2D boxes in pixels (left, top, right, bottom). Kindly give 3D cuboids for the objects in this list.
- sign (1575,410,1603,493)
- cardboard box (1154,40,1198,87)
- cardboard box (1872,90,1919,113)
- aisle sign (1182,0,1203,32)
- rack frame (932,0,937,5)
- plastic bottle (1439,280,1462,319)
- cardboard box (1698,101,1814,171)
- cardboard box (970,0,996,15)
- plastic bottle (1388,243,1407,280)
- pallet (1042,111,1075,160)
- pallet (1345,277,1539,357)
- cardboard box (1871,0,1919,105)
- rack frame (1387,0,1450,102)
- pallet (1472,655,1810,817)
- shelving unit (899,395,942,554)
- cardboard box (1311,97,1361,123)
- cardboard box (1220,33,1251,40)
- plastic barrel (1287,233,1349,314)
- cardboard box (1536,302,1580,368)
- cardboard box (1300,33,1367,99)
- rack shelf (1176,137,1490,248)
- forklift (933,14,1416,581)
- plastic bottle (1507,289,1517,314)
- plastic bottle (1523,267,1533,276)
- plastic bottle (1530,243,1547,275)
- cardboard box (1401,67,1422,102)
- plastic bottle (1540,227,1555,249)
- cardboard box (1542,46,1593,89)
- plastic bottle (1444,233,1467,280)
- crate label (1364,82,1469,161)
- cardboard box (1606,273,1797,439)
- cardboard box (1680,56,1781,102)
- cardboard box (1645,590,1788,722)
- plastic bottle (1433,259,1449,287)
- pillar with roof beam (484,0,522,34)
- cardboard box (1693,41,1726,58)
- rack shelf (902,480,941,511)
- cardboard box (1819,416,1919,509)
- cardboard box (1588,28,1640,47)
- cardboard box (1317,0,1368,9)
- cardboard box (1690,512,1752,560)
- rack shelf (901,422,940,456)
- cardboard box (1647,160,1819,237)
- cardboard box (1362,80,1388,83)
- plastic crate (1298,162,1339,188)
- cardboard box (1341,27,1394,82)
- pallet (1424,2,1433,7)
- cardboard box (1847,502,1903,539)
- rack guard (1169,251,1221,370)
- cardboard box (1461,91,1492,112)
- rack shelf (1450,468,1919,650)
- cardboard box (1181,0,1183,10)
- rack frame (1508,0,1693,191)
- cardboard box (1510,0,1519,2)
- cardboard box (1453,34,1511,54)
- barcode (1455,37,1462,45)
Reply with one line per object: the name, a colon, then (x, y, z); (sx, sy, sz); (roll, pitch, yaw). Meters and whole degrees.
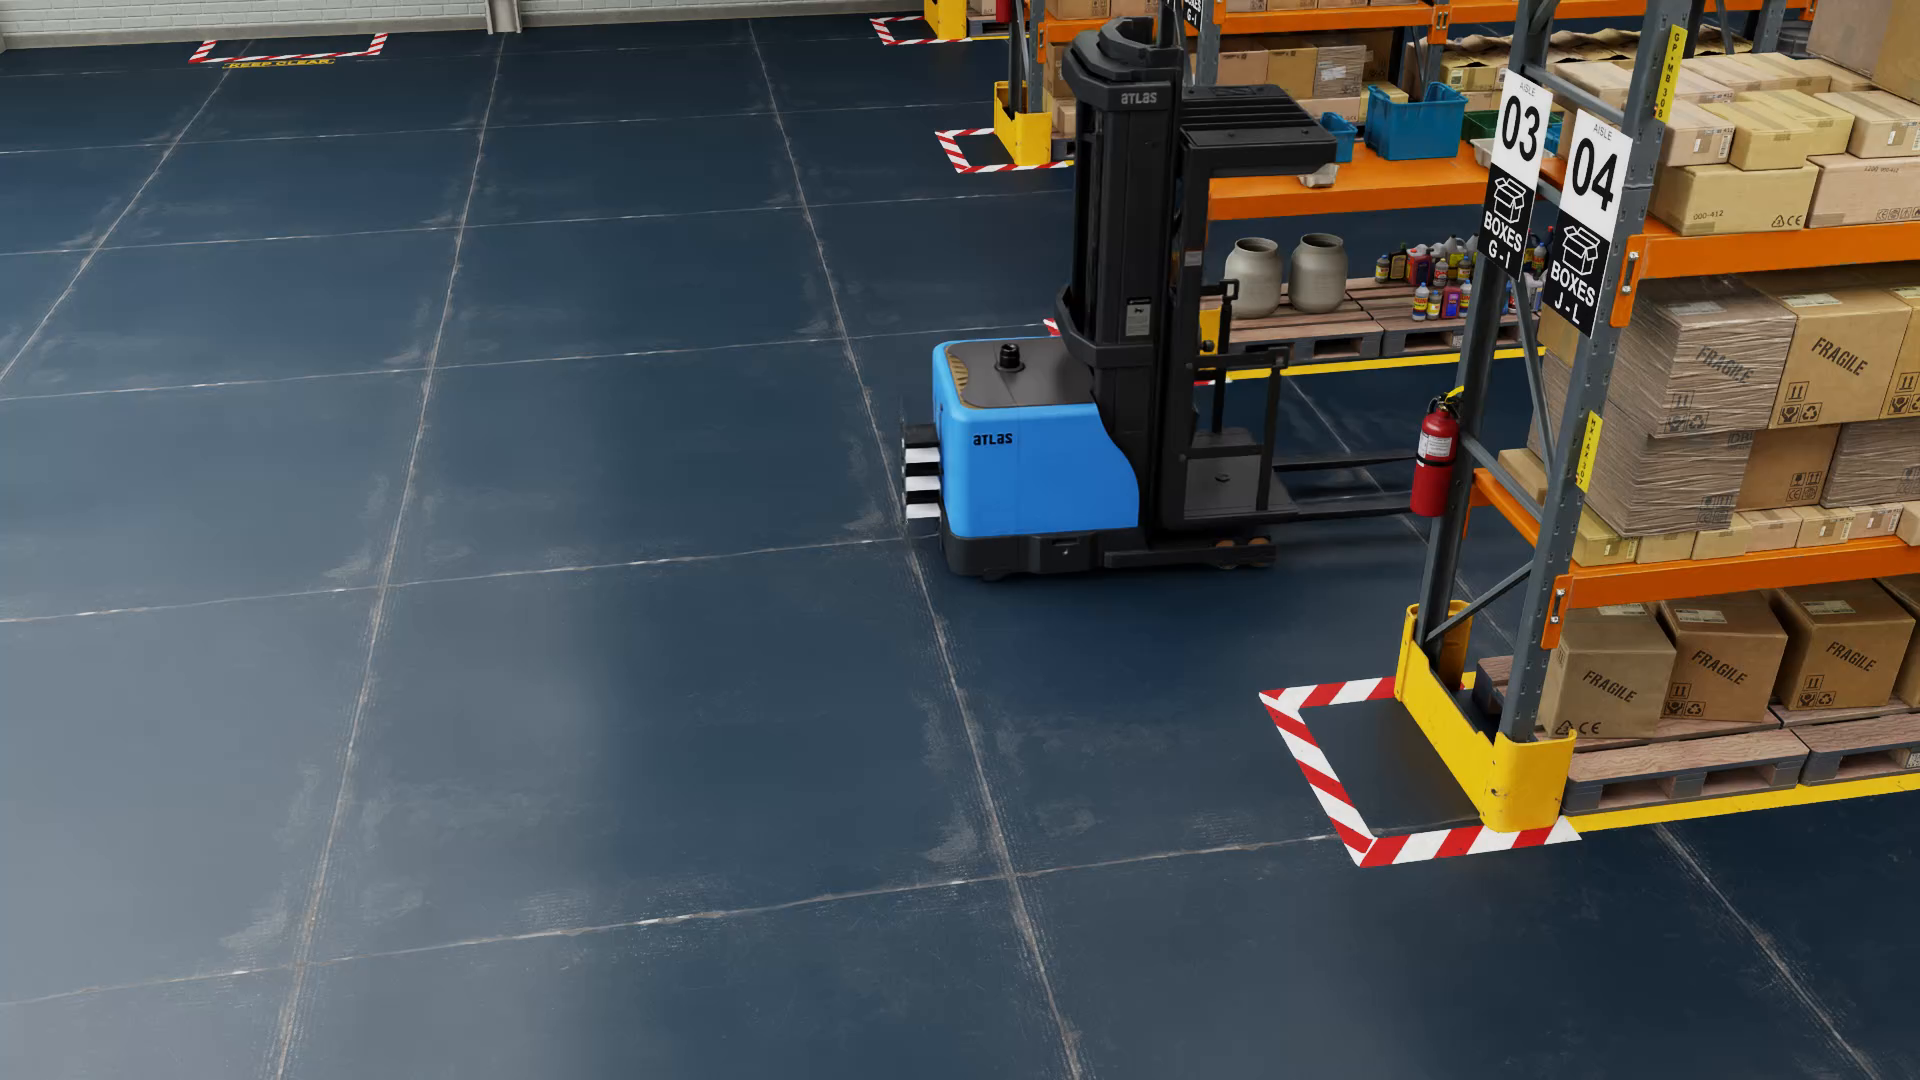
sign: (2.513, -0.353, 6.652); (0.005, 0.325, 0.100); (-5, 31, -9)
cardboard box: (2.183, -4.546, 16.195); (0.500, 0.500, 0.500); (-5, 31, -9)
cardboard box: (3.746, -1.630, 6.473); (0.250, 0.149, 0.380); (-5, 31, -9)
aisle sign: (1.505, -3.688, 10.613); (0.004, 0.787, 0.394); (-5, 31, -9)
rack frame: (-0.262, -7.660, 19.932); (0.127, 3.000, 1.000); (-5, 31, -9)
plastic bottle: (3.588, -1.761, 12.145); (0.133, 0.283, 0.061); (-5, 31, -8)
cardboard box: (3.000, -1.536, 6.313); (0.250, 0.149, 0.380); (-5, 31, -8)
cardboard box: (0.435, -6.708, 20.533); (0.500, 0.311, 0.500); (-9, 32, -15)
plastic bottle: (3.362, -2.145, 12.799); (0.133, 0.283, 0.061); (-5, 31, -8)
pallet: (1.379, -4.079, 16.593); (1.213, 0.211, 1.003); (-5, 31, -9)
pallet: (3.587, -1.730, 12.598); (1.213, 0.211, 1.003); (-5, 31, -9)
cardboard box: (3.924, -1.931, 6.345); (0.500, 0.500, 0.500); (-5, 31, -9)
rack frame: (4.569, -5.555, 16.353); (0.127, 3.000, 1.000); (-5, 31, -9)
pallet: (3.295, 0.888, 8.146); (1.213, 0.211, 1.003); (-5, 31, -9)
shelving unit: (-0.227, -0.374, 9.613); (0.210, 0.900, 0.258); (-4, 31, -6)
cardboard box: (3.658, -4.359, 16.617); (0.500, 0.250, 0.500); (-5, 31, -9)
cardboard box: (2.581, -4.850, 16.712); (0.500, 0.500, 0.500); (-5, 31, -9)
plastic barrel: (2.649, -1.973, 12.300); (0.421, 0.512, 0.421); (0, 30, 0)
cardboard box: (2.911, -1.026, 7.272); (0.500, 0.500, 0.500); (-5, 31, -9)
cardboard box: (3.658, -4.683, 16.428); (0.500, 0.500, 0.500); (-5, 31, -9)
rack shelf: (3.490, -2.593, 12.024); (4.000, 0.370, 1.077); (-5, 31, -9)
forklift: (1.385, -1.356, 9.279); (3.031, 2.935, 1.130); (-4, 31, -6)
plastic bottle: (4.097, -1.782, 12.262); (0.097, 0.201, 0.097); (0, 30, 0)
plastic bottle: (4.189, -1.895, 12.373); (0.133, 0.283, 0.061); (-5, 31, -9)
plastic bottle: (4.468, -2.159, 12.834); (0.097, 0.271, 0.097); (0, 30, 0)
cardboard box: (4.924, -4.733, 17.254); (0.500, 0.250, 0.500); (-6, 31, -9)
plastic bottle: (4.589, -2.266, 12.939); (0.185, 0.351, 0.144); (-4, 31, -8)
cardboard box: (6.022, -4.797, 16.809); (0.500, 0.311, 0.500); (-6, 31, -11)
plastic bottle: (3.802, -2.193, 12.814); (0.185, 0.351, 0.144); (-4, 31, -7)
crate label: (3.284, -3.038, 12.037); (0.616, 0.435, 0.502); (-5, 31, -9)
cardboard box: (3.005, -0.767, 6.832); (0.500, 0.500, 0.500); (-5, 31, -9)
cardboard box: (3.158, -1.877, 6.892); (0.250, 0.149, 0.380); (-7, 31, -11)
cardboard box: (3.614, 0.526, 8.063); (0.500, 0.500, 0.500); (2, 31, 4)
plastic bottle: (3.680, -2.051, 12.720); (0.097, 0.201, 0.097); (0, 30, 0)
pillar with roof beam: (-4.855, -8.047, 14.671); (0.400, 9.000, 9.100); (-5, 31, -9)
cardboard box: (7.522, -4.937, 17.046); (0.500, 0.311, 0.500); (-6, 31, -10)
rack shelf: (-0.227, -0.268, 9.676); (0.200, 0.077, 0.258); (-4, 31, -6)
cardboard box: (3.931, -0.588, 7.513); (0.500, 0.500, 0.875); (-5, 31, -9)
cardboard box: (6.918, -5.159, 17.424); (0.500, 0.311, 0.500); (-6, 31, -10)
cardboard box: (3.616, -5.503, 16.166); (0.500, 0.500, 0.700); (-6, 31, -9)
cardboard box: (3.236, -0.078, 7.286); (0.250, 0.149, 0.380); (-5, 31, -9)
rack shelf: (-0.227, -0.578, 9.493); (0.200, 0.077, 0.258); (-4, 31, -6)
cardboard box: (2.935, -1.394, 6.465); (0.500, 0.250, 0.500); (-4, 31, -7)
cardboard box: (4.058, -4.660, 17.128); (0.500, 0.250, 0.500); (-5, 31, -9)
plastic crate: (2.461, -2.528, 11.464); (0.250, 0.136, 0.298); (-5, 31, -9)
cardboard box: (4.056, -4.988, 16.947); (0.500, 0.500, 0.500); (-5, 31, -9)
pallet: (5.641, -7.008, 21.574); (1.213, 0.211, 1.003); (-5, 31, -9)
cardboard box: (3.966, -0.167, 7.437); (0.250, 0.149, 0.380); (-5, 31, -9)
rack guard: (1.589, -1.673, 12.216); (0.348, 0.500, 1.175); (-5, 31, -9)
cardboard box: (5.010, -4.464, 16.796); (0.500, 0.250, 0.500); (-6, 31, -10)
rack shelf: (4.382, -0.123, 7.824); (4.000, 0.370, 1.077); (-5, 31, -9)
cardboard box: (2.101, -5.362, 15.926); (0.500, 0.500, 0.700); (-5, 31, -9)
rack frame: (2.415, -2.837, 5.811); (0.127, 3.000, 1.000); (-5, 31, -9)
cardboard box: (5.477, -5.426, 16.381); (0.250, 0.149, 0.380); (-5, 31, -9)
cardboard box: (5.426, -5.023, 17.193); (0.500, 0.311, 0.500); (-4, 31, -8)
barcode: (4.895, -4.897, 16.318); (0.075, 0.075, 0.001); (-5, 31, -9)
